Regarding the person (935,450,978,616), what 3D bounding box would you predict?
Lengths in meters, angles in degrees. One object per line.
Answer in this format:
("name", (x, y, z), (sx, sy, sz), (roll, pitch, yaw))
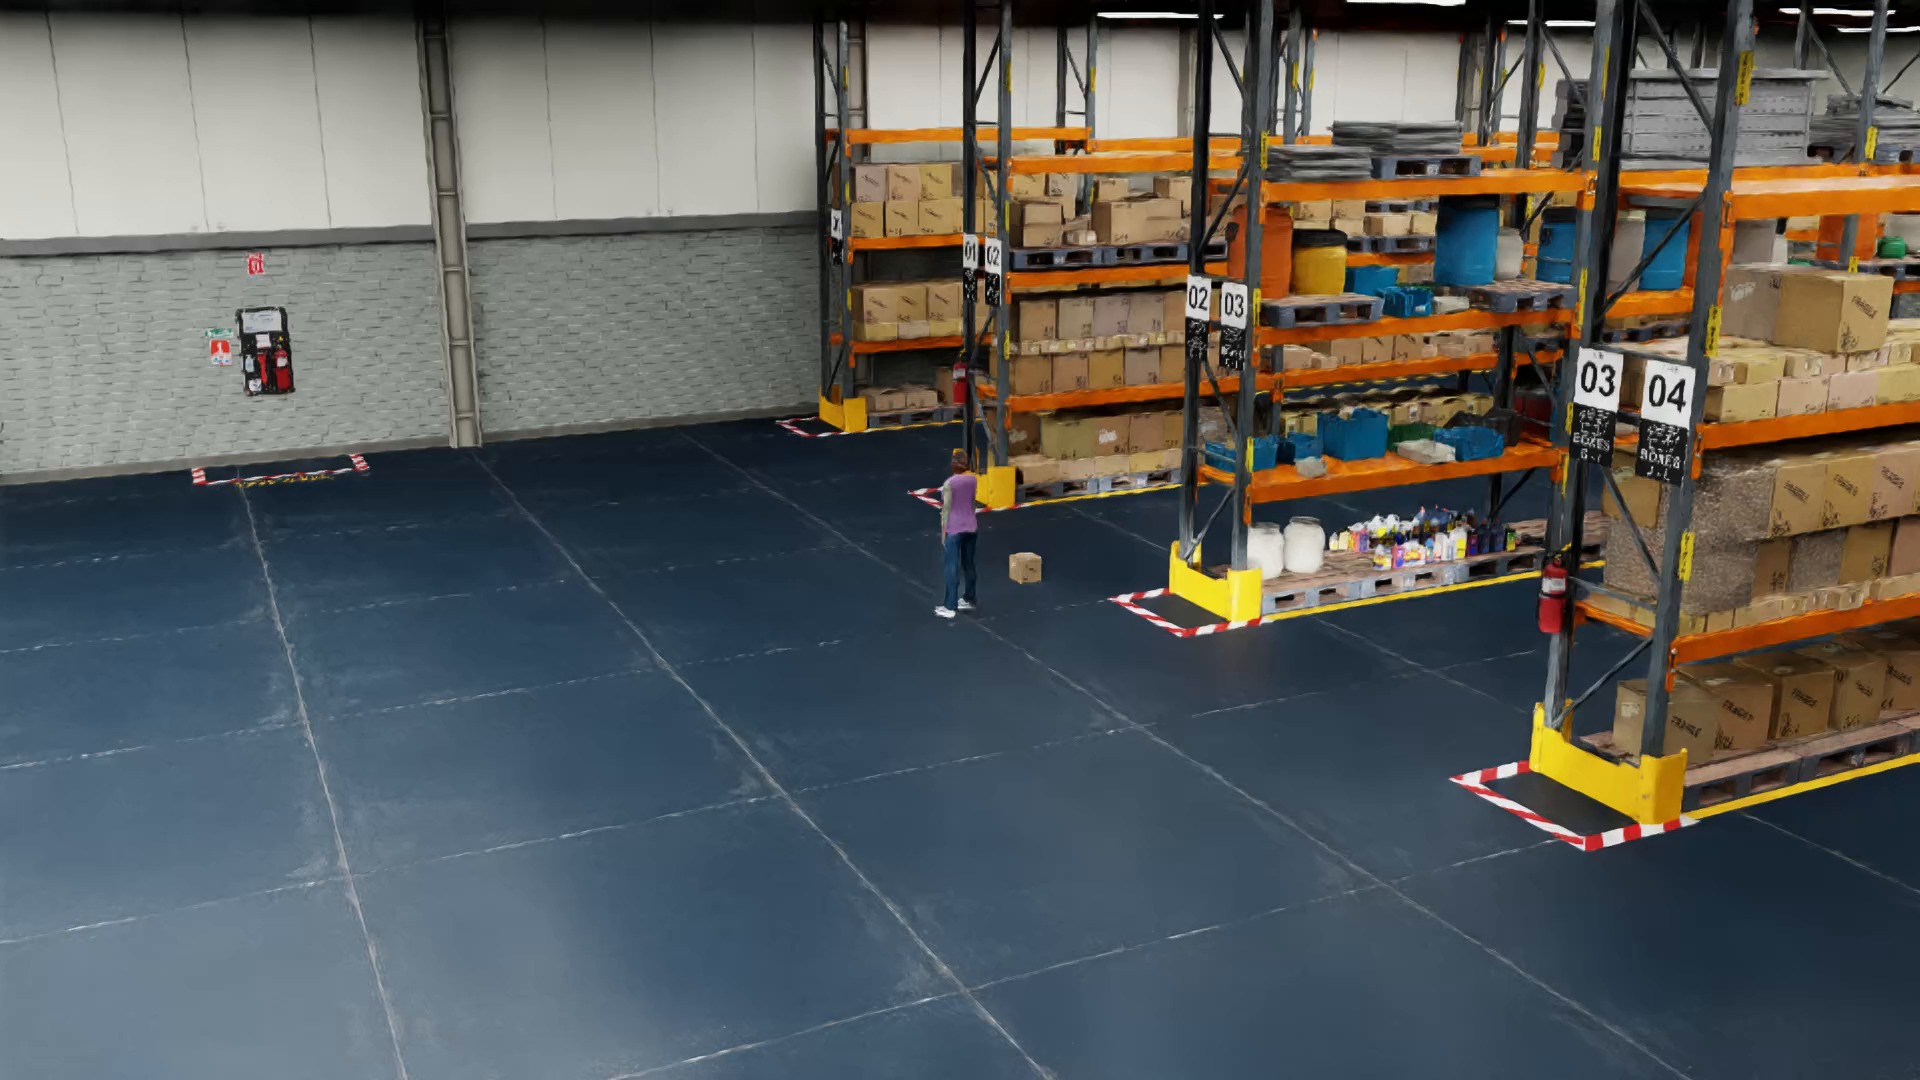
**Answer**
("person", (-0.022, -0.076, 15.951), (0.427, 1.600, 0.345), (-10, 19, -33))
